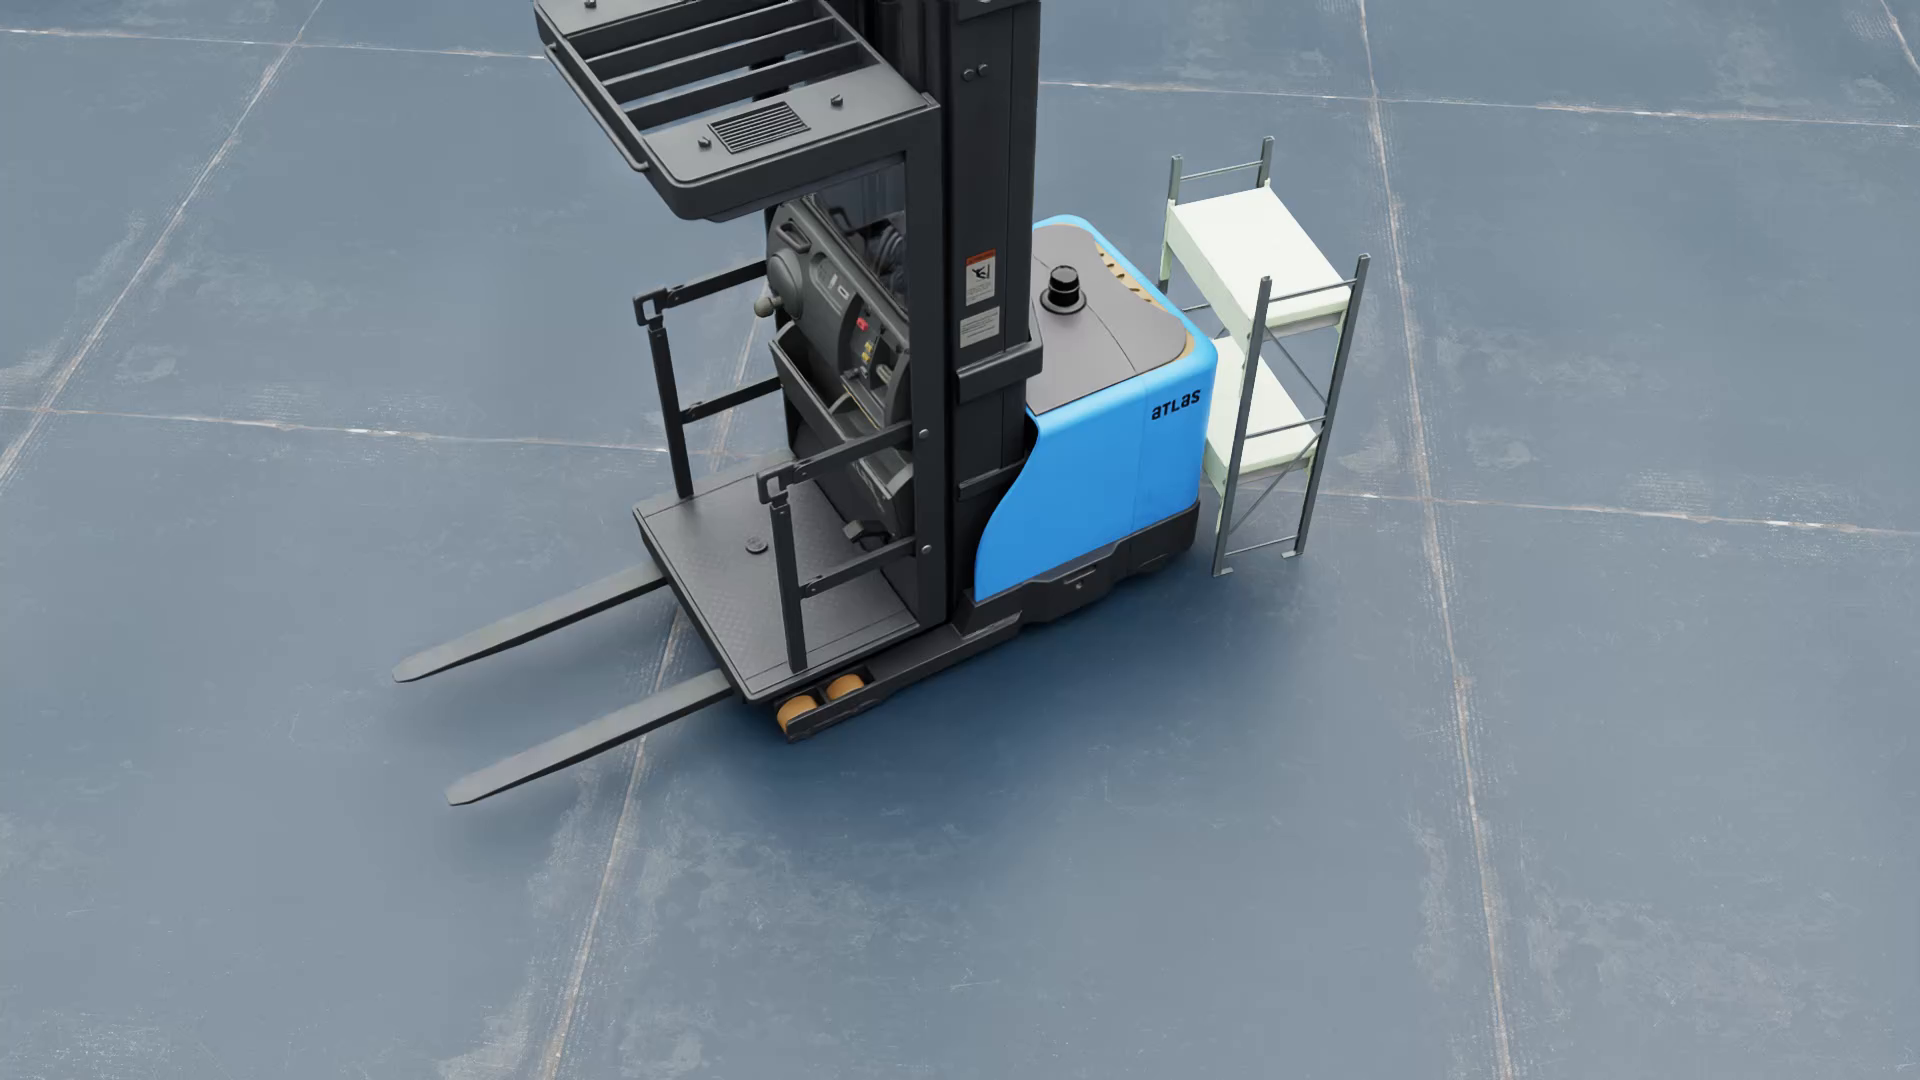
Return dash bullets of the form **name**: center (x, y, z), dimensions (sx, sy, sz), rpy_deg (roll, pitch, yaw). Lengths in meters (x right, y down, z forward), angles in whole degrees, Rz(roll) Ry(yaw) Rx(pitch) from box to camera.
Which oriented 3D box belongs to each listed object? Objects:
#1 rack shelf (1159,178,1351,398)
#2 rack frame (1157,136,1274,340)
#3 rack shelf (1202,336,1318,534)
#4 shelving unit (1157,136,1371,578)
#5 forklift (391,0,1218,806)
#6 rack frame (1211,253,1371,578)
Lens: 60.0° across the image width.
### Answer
- **rack shelf**: center (1.077, -0.930, 6.081), dimensions (0.431, 0.370, 0.720), rpy_deg (-14, 49, -13)
- **rack frame**: center (0.959, -0.922, 6.603), dimensions (0.400, 1.500, 0.023), rpy_deg (-14, 49, -13)
- **rack shelf**: center (1.077, -0.446, 6.610), dimensions (0.431, 0.370, 0.720), rpy_deg (-14, 49, -13)
- **shelving unit**: center (1.077, -0.666, 6.369), dimensions (0.431, 1.500, 0.755), rpy_deg (-14, 49, -13)
- **forklift**: center (-0.589, -0.709, 5.438), dimensions (3.031, 2.935, 1.130), rpy_deg (-23, 52, -20)
- **rack frame**: center (1.196, -0.411, 6.135), dimensions (0.400, 1.500, 0.023), rpy_deg (-14, 49, -13)
